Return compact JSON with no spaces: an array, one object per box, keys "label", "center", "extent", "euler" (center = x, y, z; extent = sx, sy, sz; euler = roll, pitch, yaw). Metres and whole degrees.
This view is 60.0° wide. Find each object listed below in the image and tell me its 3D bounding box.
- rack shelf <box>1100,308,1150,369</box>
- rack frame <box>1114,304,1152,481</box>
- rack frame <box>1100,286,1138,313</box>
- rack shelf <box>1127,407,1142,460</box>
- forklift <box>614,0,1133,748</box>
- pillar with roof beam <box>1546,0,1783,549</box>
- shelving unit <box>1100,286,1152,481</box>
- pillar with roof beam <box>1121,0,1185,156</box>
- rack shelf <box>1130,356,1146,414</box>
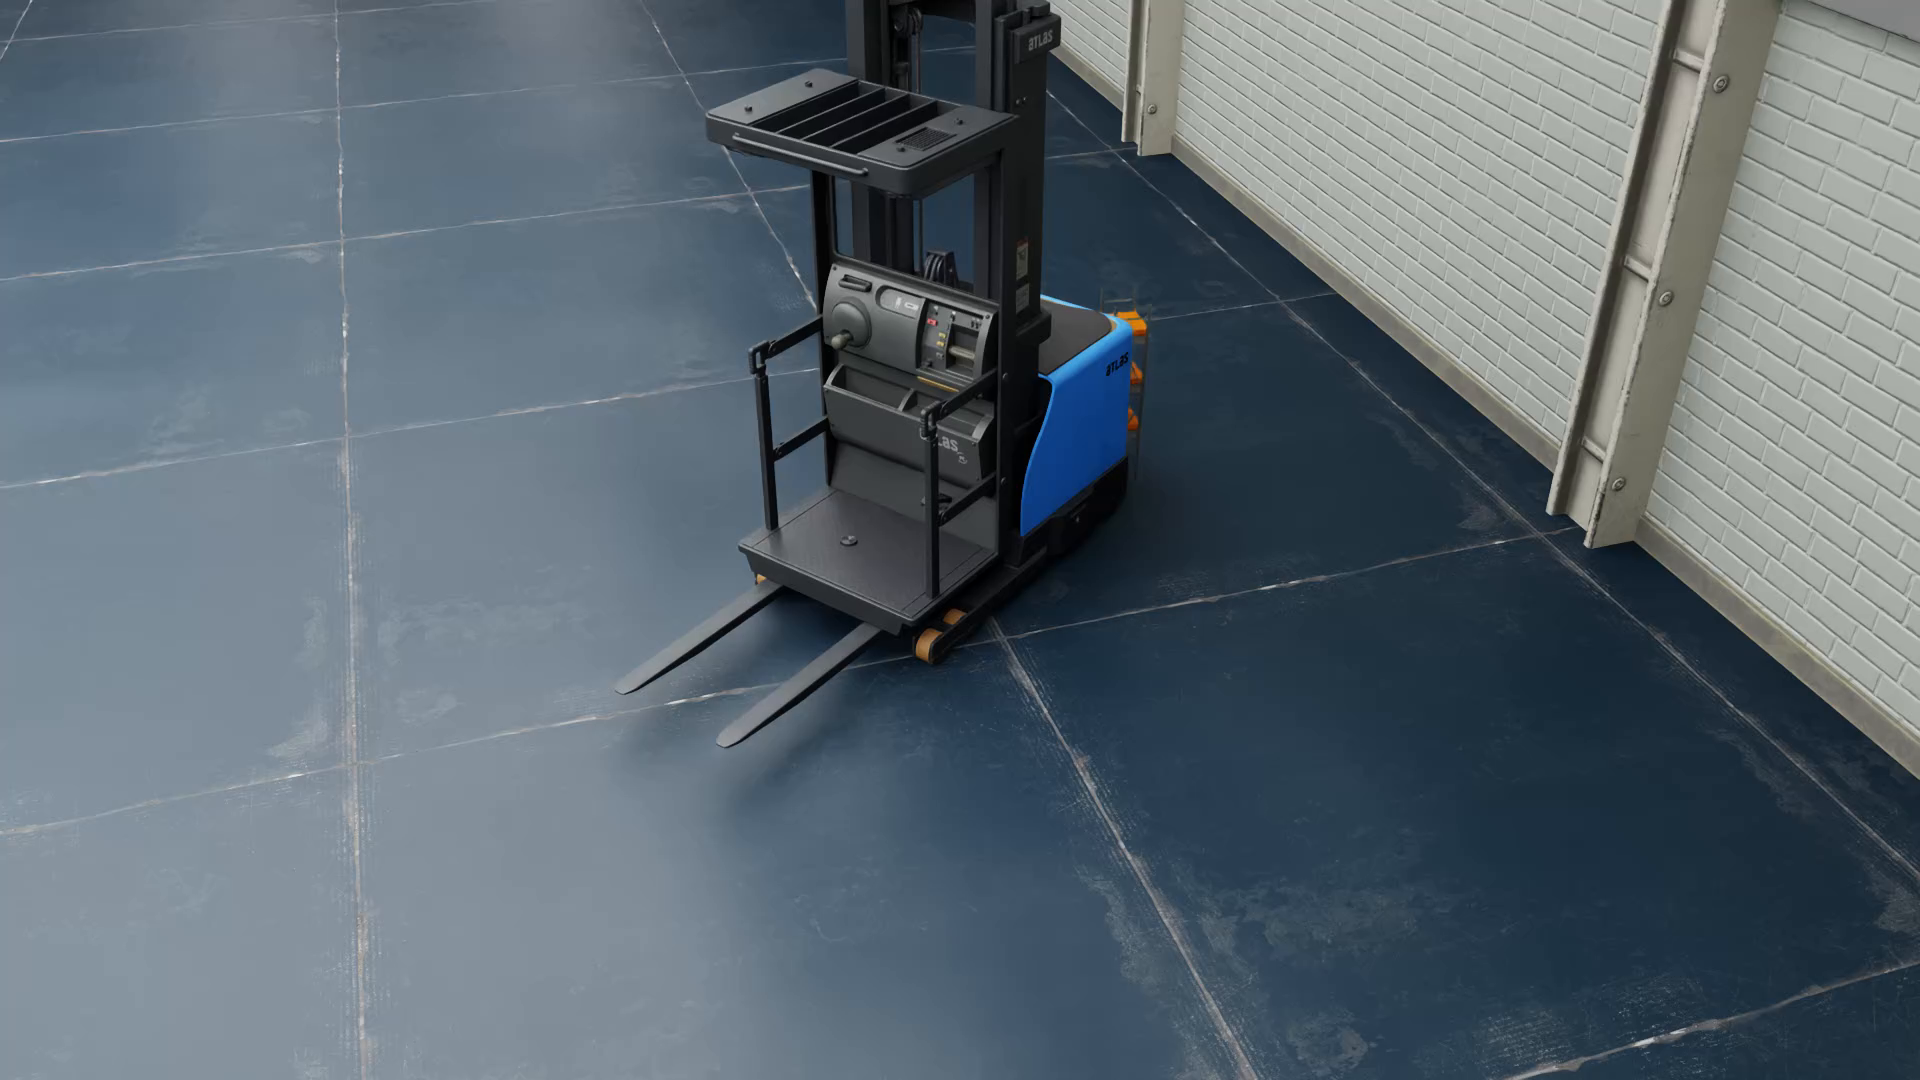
[{"label":"rack shelf","center":[0.873,-1.069,8.907],"extent":[0.215,0.259,0.240],"euler":[-6,32,-11]},{"label":"rack frame","center":[0.894,-0.773,8.948],"extent":[0.200,1.050,0.008],"euler":[-6,32,-11]},{"label":"rack frame","center":[0.841,-0.898,9.151],"extent":[0.200,1.050,0.008],"euler":[-6,32,-11]},{"label":"rack shelf","center":[0.862,-0.589,9.200],"extent":[0.215,0.259,0.240],"euler":[-6,32,-11]},{"label":"forklift","center":[-0.370,-0.942,7.517],"extent":[1.130,2.935,3.031],"euler":[22,39,29]},{"label":"pillar with roof beam","center":[-0.730,-3.113,5.299],"extent":[9.100,9.000,0.400],"euler":[-10,35,-15]},{"label":"shelving unit","center":[0.868,-0.836,9.050],"extent":[0.215,1.050,0.252],"euler":[-6,32,-11]},{"label":"pillar with roof beam","center":[-2.560,-6.263,10.066],"extent":[9.100,9.000,0.400],"euler":[-10,35,-15]},{"label":"rack shelf","center":[0.867,-0.827,9.055],"extent":[0.215,0.259,0.240],"euler":[-6,32,-11]}]
